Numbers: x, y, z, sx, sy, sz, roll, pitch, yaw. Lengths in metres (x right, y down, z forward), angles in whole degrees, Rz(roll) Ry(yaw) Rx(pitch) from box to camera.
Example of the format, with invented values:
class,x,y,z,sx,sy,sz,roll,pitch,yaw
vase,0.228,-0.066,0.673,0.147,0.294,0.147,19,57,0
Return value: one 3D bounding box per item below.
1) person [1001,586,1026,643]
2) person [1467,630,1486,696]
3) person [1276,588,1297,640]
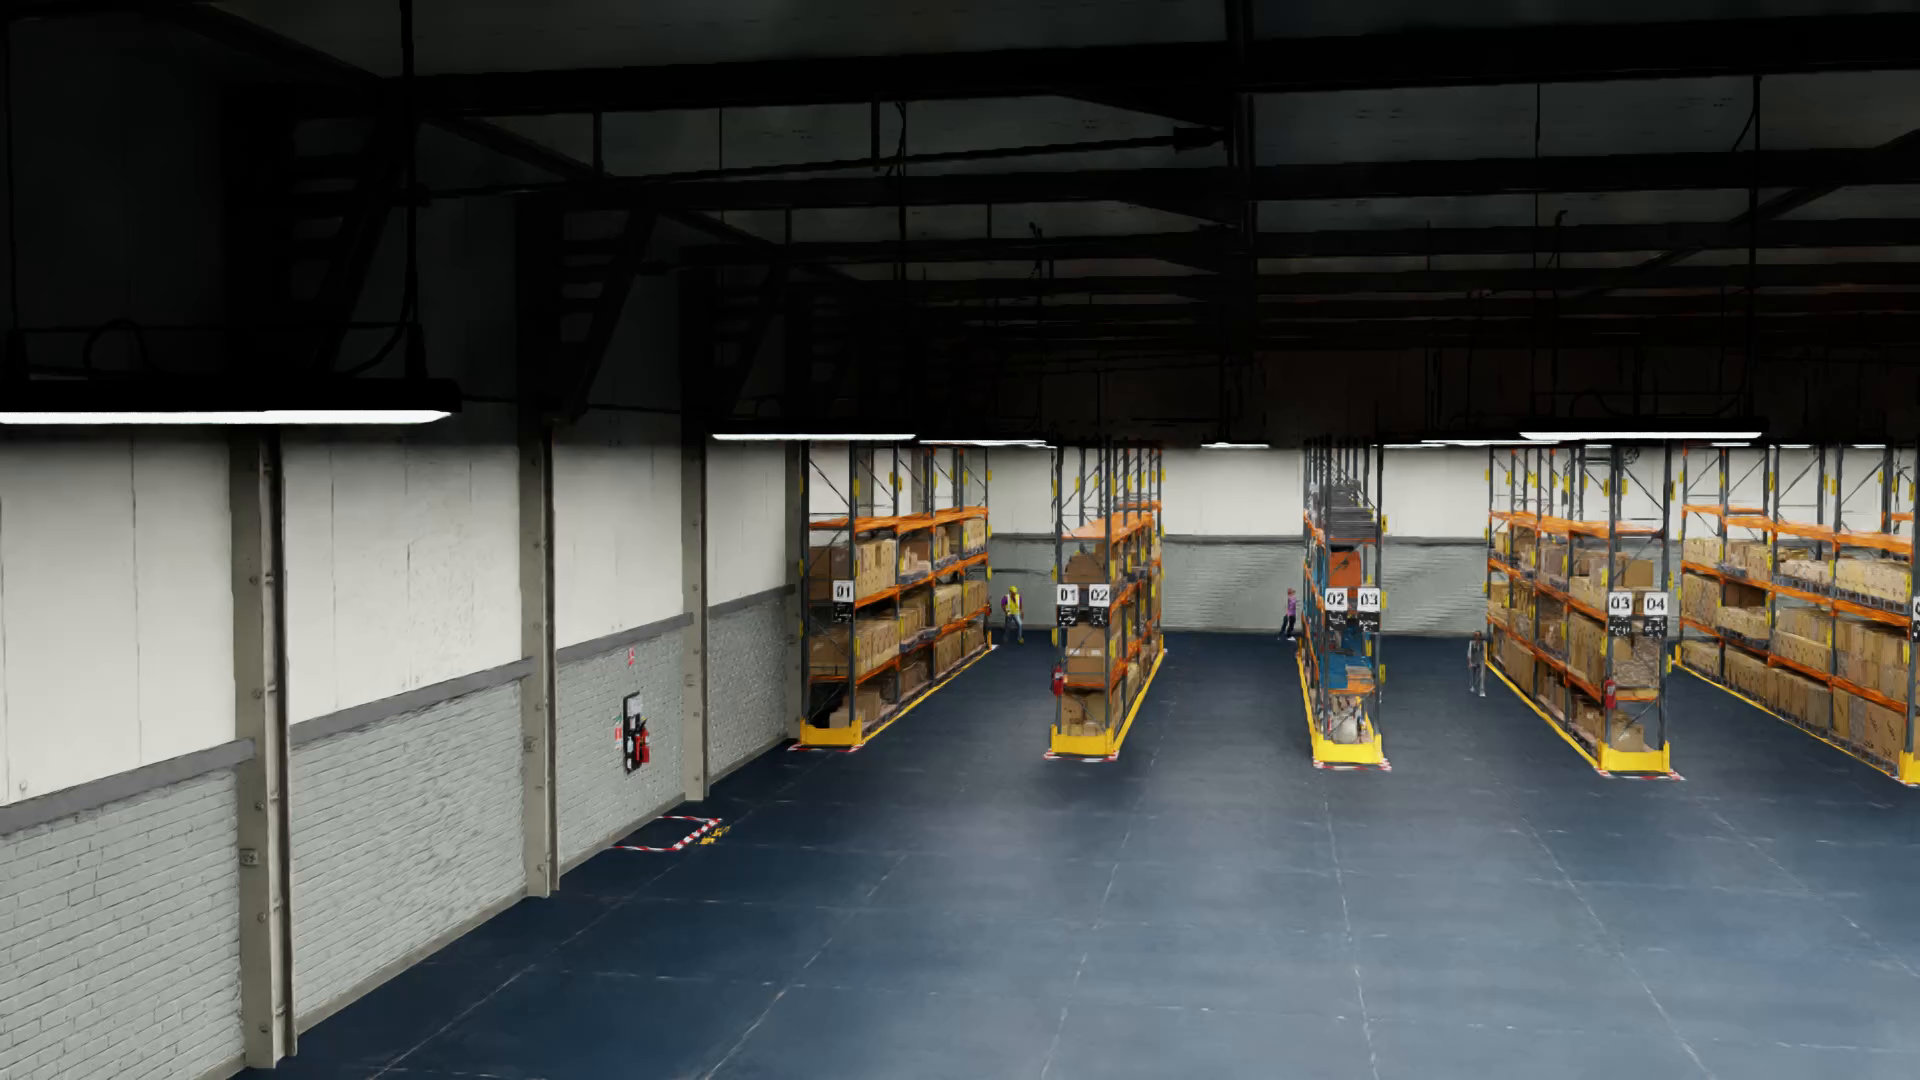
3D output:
class,x,y,z,sx,sy,sz,roll,pitch,yaw
person,1.558,2.193,49.436,0.712,1.696,0.831,0,3,-8
person,12.078,2.847,38.880,0.417,1.517,1.036,1,3,13
person,9.833,2.226,50.080,0.594,1.591,0.443,-2,4,-36
